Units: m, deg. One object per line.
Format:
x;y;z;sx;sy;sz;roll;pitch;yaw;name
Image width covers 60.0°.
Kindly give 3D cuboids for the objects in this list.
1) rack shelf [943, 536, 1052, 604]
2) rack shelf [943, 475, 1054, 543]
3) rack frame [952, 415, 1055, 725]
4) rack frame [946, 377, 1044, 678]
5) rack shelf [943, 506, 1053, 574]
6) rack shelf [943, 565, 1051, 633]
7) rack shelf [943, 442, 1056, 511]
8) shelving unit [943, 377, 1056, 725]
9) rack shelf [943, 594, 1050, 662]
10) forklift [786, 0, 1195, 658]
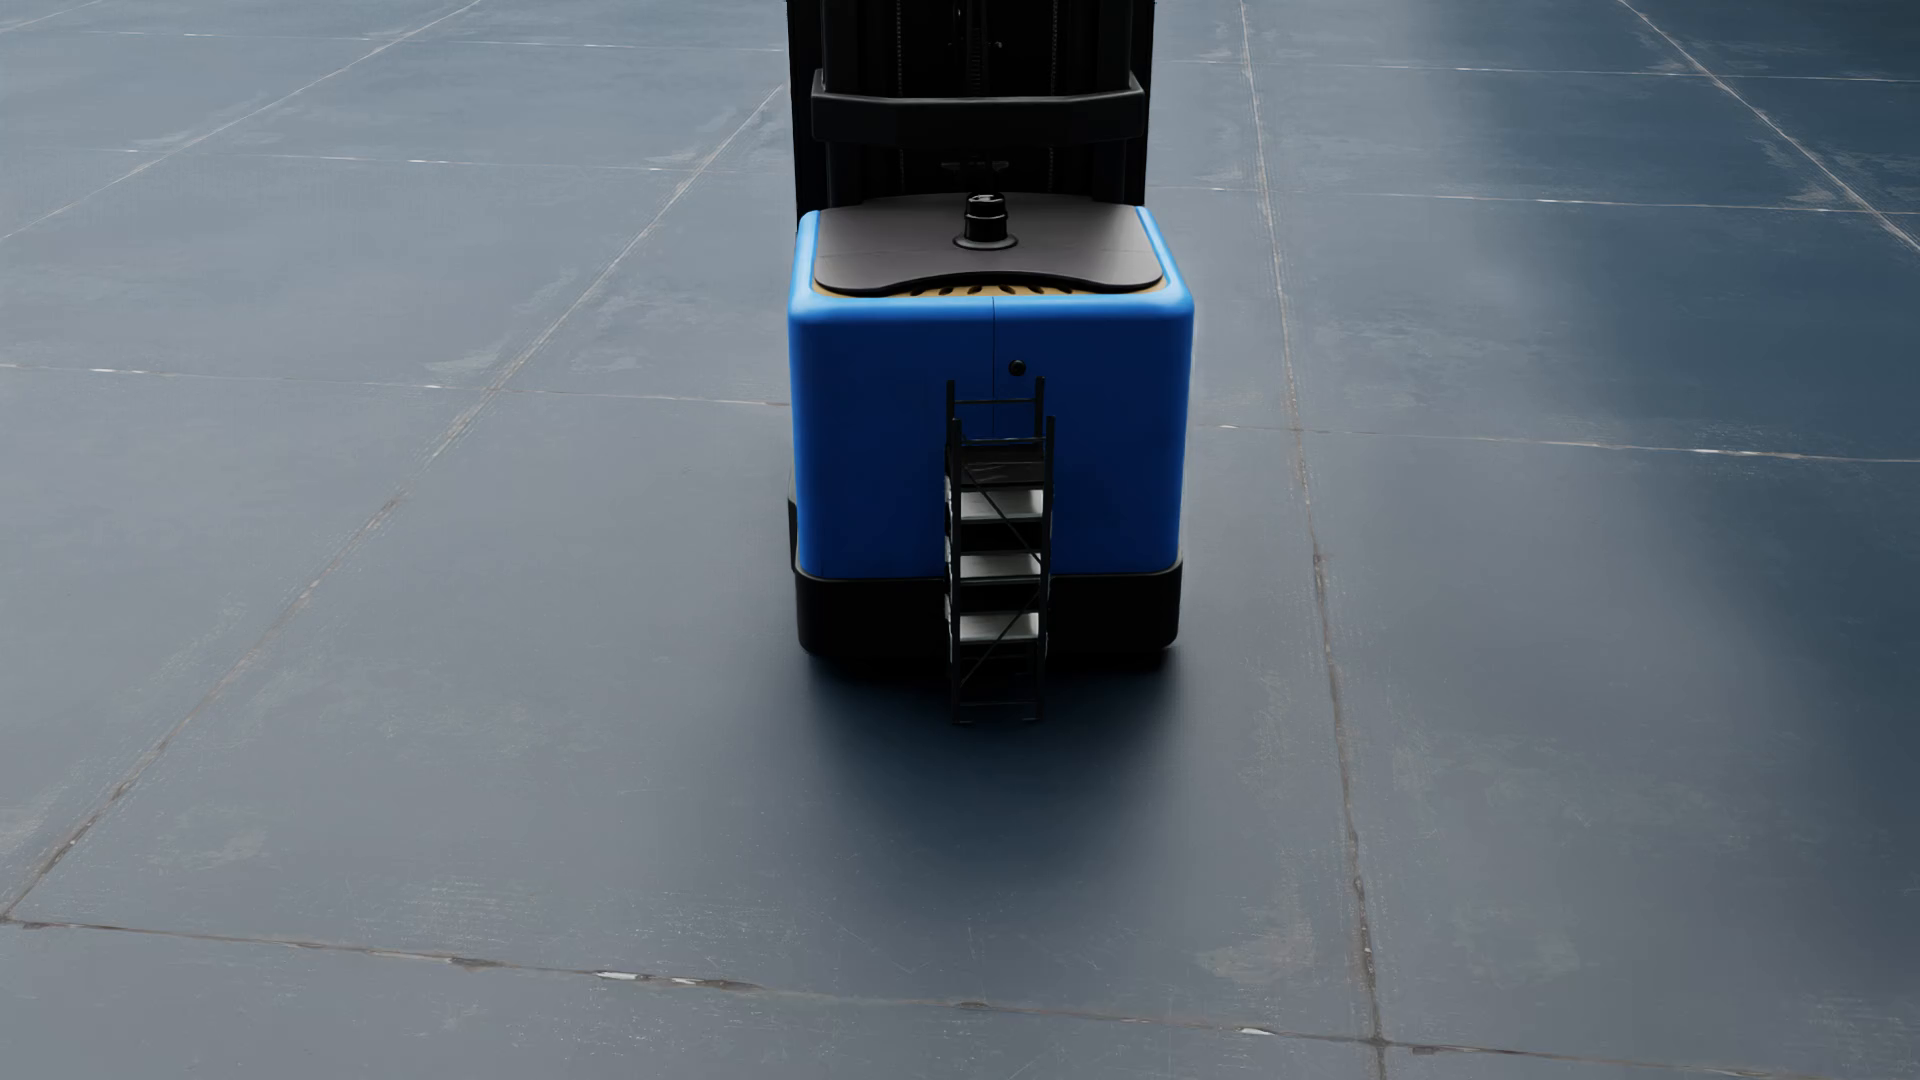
0.092;0.070;4.229;0.258;0.077;0.200;-2;32;-4;rack shelf
0.093;-0.083;4.134;0.258;0.077;0.200;-2;32;-4;rack shelf
0.101;0.095;4.125;0.240;0.900;0.006;-2;32;-4;rack frame
0.084;-0.012;4.297;0.240;0.900;0.006;-2;32;-4;rack frame
0.093;-0.006;4.181;0.258;0.077;0.200;-2;32;-4;rack shelf
0.092;0.146;4.277;0.258;0.077;0.200;-2;32;-4;rack shelf
0.094;-0.159;4.086;0.258;0.077;0.200;-2;32;-4;rack shelf
0.092;0.042;4.211;0.258;0.900;0.210;-2;32;-4;shelving unit
0.091;0.223;4.324;0.258;0.077;0.200;-2;32;-4;rack shelf
0.021;-1.632;5.189;1.130;2.935;3.031;-1;28;-2;forklift
